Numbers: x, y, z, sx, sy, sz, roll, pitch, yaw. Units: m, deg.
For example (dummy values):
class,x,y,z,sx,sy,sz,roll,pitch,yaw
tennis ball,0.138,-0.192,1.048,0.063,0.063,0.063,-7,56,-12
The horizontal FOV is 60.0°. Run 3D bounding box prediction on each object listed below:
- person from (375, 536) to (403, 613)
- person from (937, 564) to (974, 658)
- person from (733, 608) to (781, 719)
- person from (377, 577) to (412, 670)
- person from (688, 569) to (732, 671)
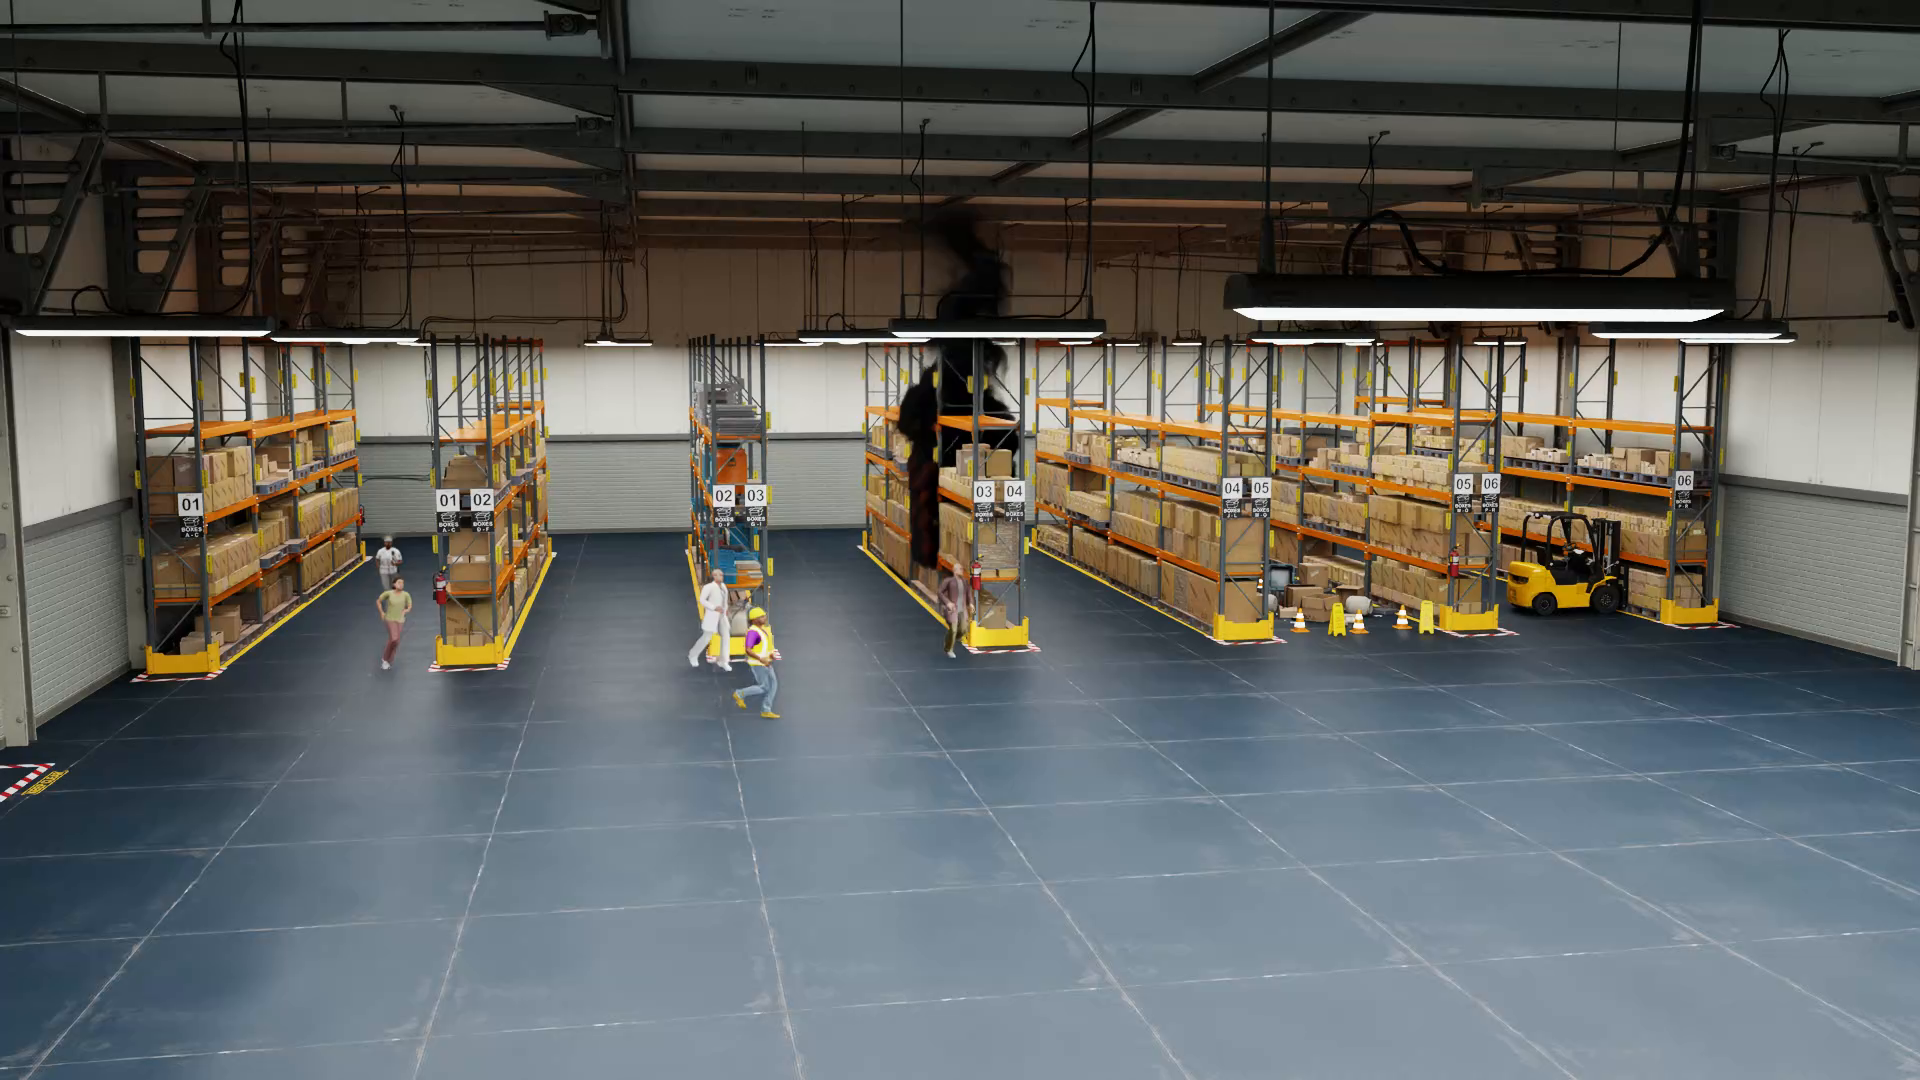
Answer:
class,x,y,z,sx,sy,sz,roll,pitch,yaw
person,-12.419,0.730,36.179,0.583,1.674,0.924,-2,7,-17
person,-0.063,1.316,31.106,0.783,1.728,0.555,-4,8,-33
person,-3.157,1.917,25.881,0.739,1.739,0.707,1,7,9
person,-10.171,1.482,29.961,0.590,1.656,0.608,-6,9,-40
person,-4.370,1.420,29.926,0.991,1.781,0.764,5,8,38
